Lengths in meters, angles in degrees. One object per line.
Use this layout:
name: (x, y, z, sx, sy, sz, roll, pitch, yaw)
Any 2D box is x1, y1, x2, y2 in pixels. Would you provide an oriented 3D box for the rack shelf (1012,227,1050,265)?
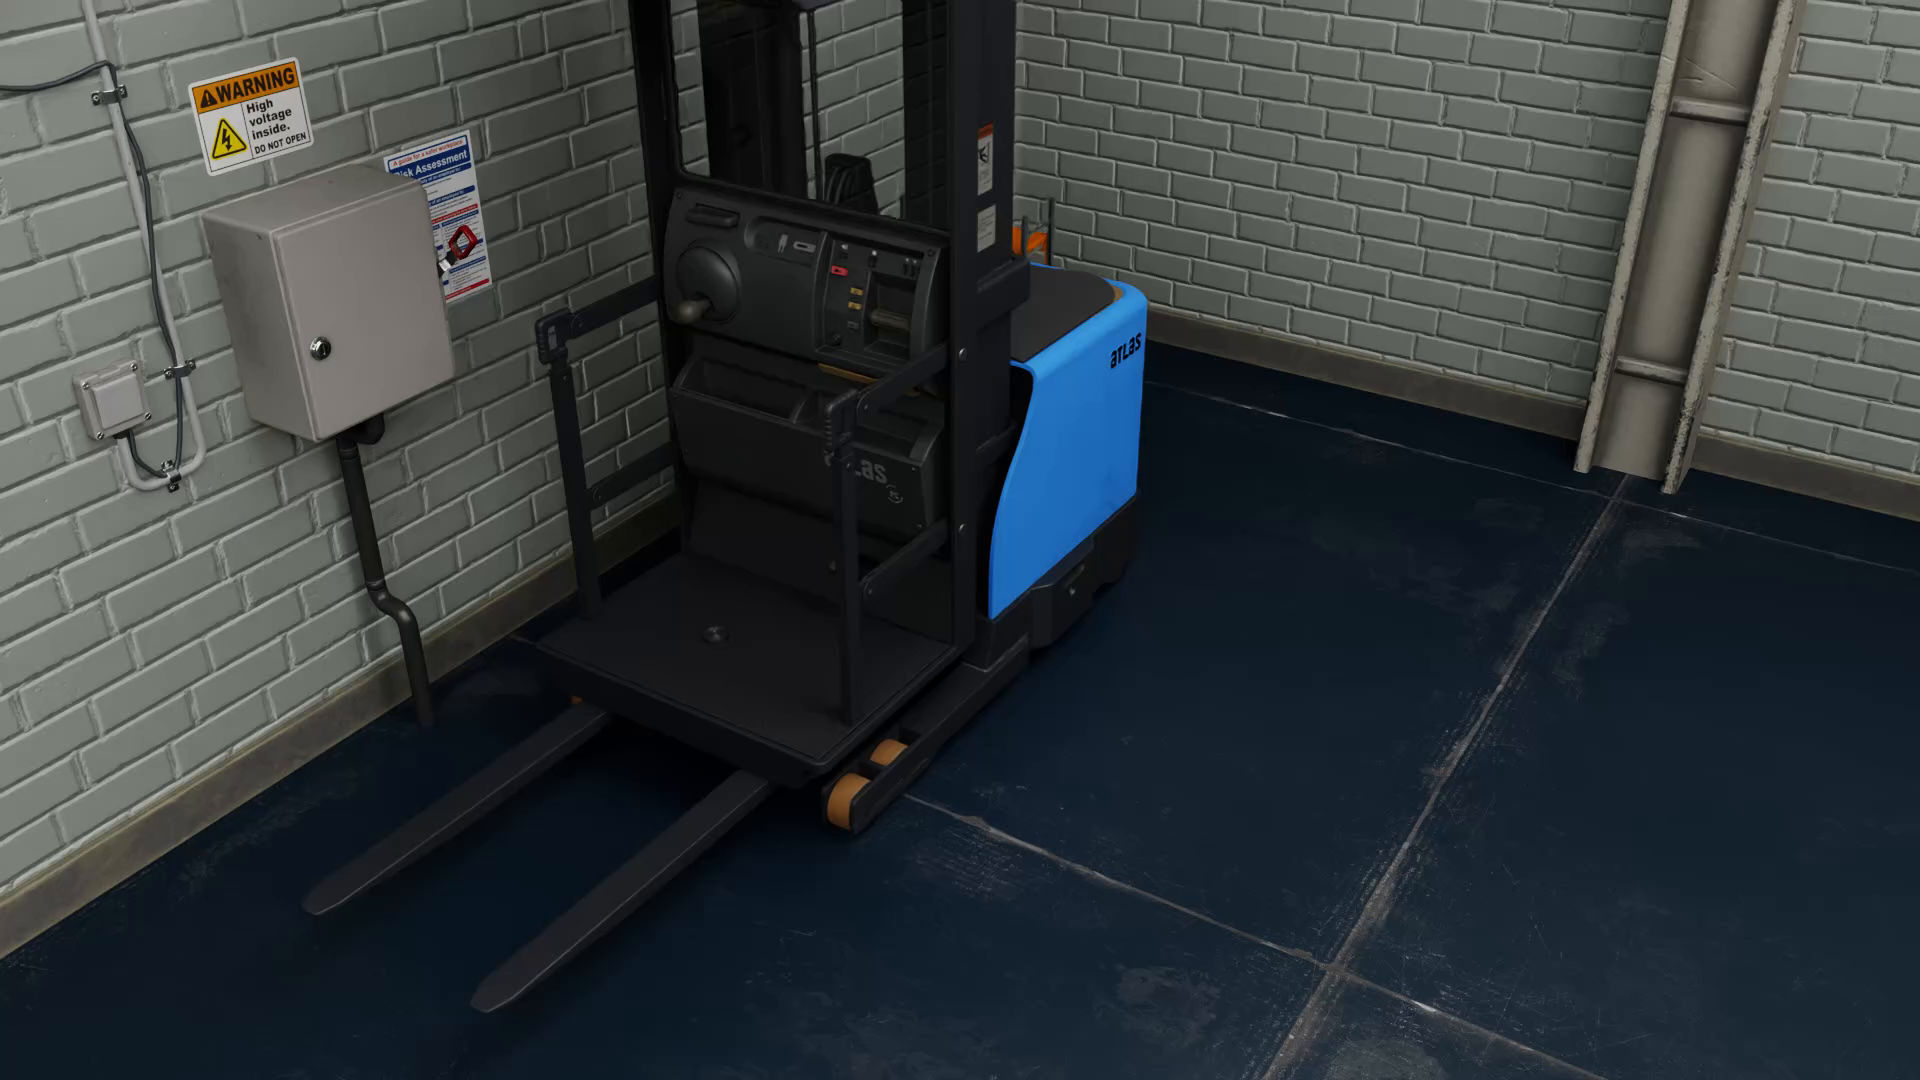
rack shelf: (0.063, -1.064, 6.103, 0.480, 0.148, 0.258, 15, 33, 24)

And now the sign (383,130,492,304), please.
sign: (-1.561, -0.949, 4.995, 0.001, 0.494, 0.329, 18, 35, 27)

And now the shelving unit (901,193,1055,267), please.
shelving unit: (0.063, -0.724, 6.301, 0.503, 1.200, 0.258, 15, 33, 24)

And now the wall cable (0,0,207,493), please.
wall cable: (-2.144, -0.914, 3.831, 0.122, 1.984, 0.588, 18, 35, 27)

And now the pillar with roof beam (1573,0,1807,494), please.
pillar with roof beam: (0.442, -2.346, 1.342, 0.400, 9.000, 9.100, 18, 35, 27)

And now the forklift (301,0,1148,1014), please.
forklift: (-0.574, -0.695, 4.532, 1.130, 2.935, 3.031, 18, 35, 28)

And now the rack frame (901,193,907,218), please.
rack frame: (-0.152, -0.782, 6.400, 0.015, 1.200, 0.240, 15, 33, 24)

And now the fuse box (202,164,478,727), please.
fuse box: (-1.648, -0.167, 4.839, 0.414, 1.711, 0.539, 18, 35, 27)

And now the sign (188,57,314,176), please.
sign: (-1.853, -1.113, 4.361, 0.001, 0.242, 0.339, 18, 35, 27)

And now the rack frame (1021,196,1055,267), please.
rack frame: (0.279, -0.667, 6.202, 0.015, 1.200, 0.240, 15, 33, 24)
